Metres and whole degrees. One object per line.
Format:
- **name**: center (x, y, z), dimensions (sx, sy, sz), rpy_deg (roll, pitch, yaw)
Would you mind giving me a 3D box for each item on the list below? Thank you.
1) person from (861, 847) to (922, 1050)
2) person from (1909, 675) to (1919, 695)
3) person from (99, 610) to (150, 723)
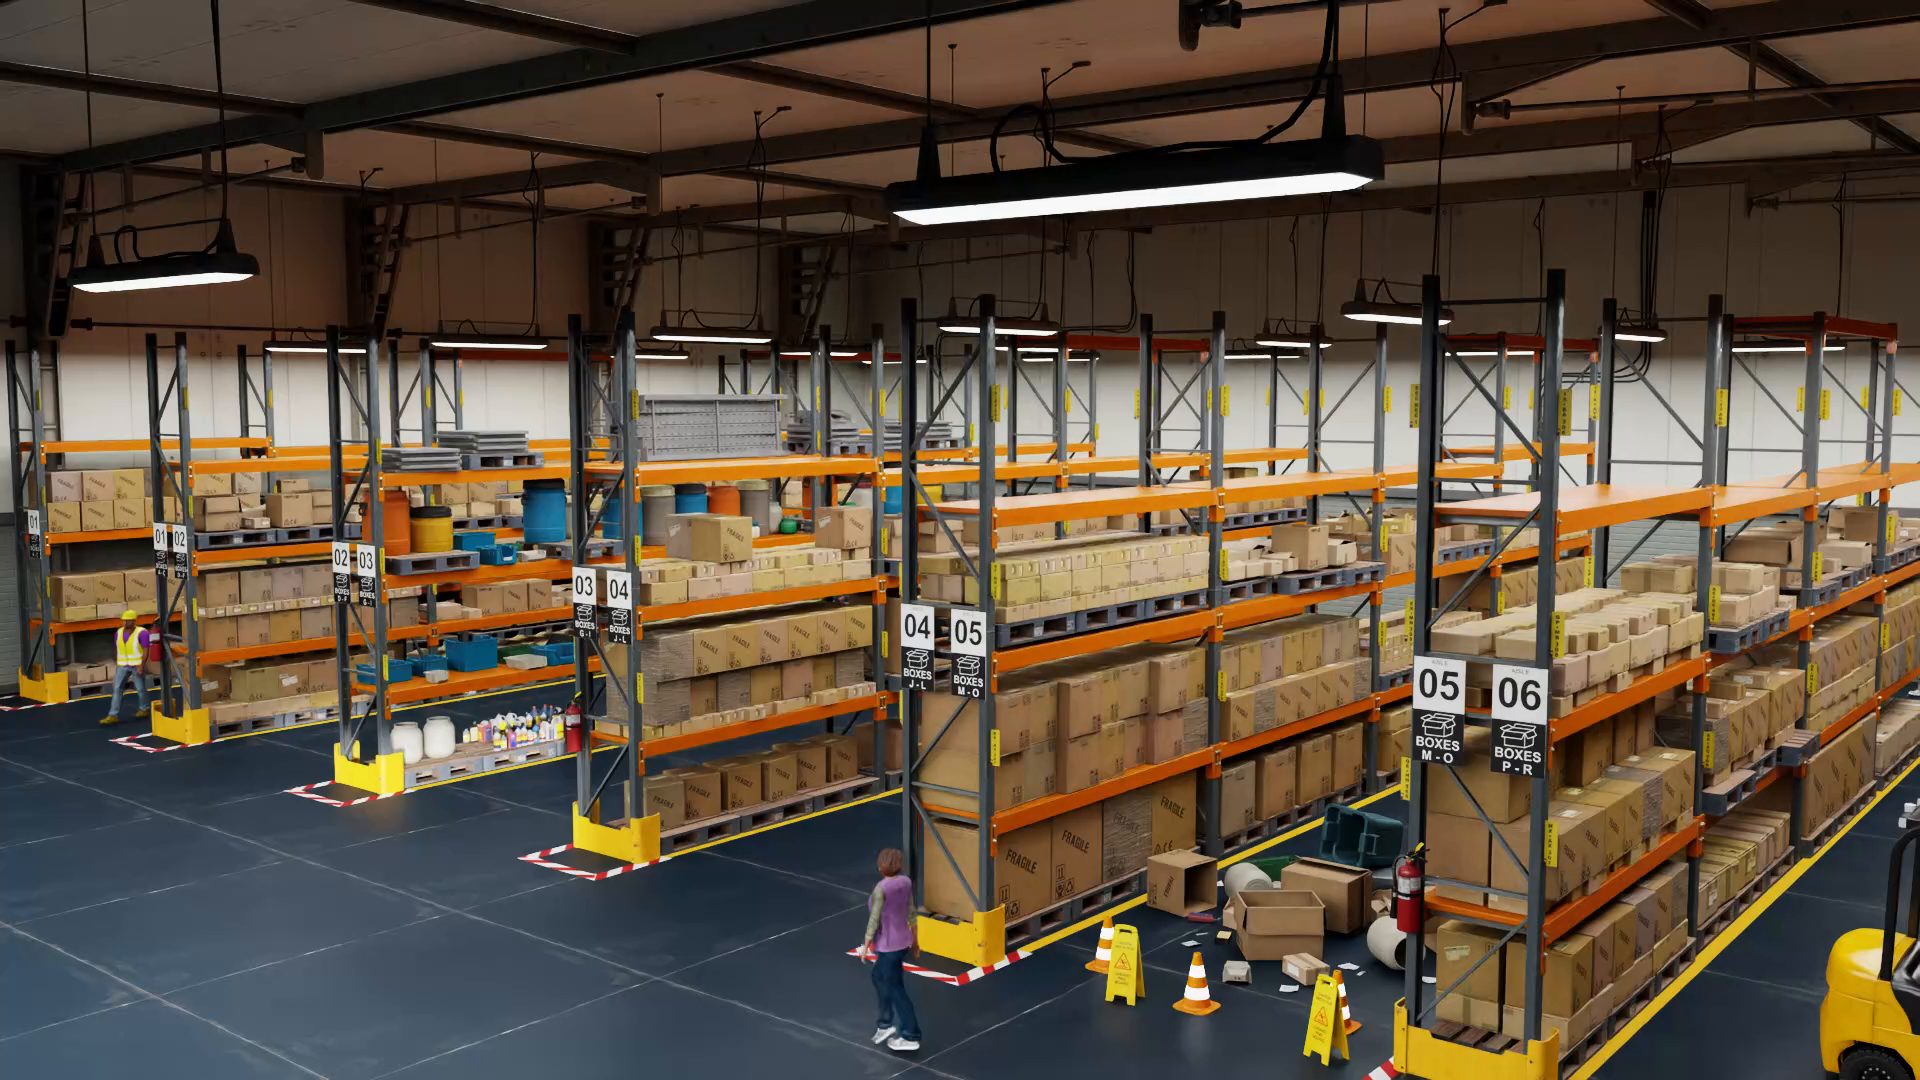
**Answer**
- **person**: center (-0.524, 3.219, 13.001), dimensions (0.496, 1.654, 0.404), rpy_deg (2, 5, 20)
- **person**: center (16.215, 1.877, 28.068), dimensions (0.432, 1.491, 0.455), rpy_deg (3, 6, 30)
- **person**: center (-12.937, 1.953, 25.891), dimensions (0.604, 1.717, 0.957), rpy_deg (0, 5, -4)
